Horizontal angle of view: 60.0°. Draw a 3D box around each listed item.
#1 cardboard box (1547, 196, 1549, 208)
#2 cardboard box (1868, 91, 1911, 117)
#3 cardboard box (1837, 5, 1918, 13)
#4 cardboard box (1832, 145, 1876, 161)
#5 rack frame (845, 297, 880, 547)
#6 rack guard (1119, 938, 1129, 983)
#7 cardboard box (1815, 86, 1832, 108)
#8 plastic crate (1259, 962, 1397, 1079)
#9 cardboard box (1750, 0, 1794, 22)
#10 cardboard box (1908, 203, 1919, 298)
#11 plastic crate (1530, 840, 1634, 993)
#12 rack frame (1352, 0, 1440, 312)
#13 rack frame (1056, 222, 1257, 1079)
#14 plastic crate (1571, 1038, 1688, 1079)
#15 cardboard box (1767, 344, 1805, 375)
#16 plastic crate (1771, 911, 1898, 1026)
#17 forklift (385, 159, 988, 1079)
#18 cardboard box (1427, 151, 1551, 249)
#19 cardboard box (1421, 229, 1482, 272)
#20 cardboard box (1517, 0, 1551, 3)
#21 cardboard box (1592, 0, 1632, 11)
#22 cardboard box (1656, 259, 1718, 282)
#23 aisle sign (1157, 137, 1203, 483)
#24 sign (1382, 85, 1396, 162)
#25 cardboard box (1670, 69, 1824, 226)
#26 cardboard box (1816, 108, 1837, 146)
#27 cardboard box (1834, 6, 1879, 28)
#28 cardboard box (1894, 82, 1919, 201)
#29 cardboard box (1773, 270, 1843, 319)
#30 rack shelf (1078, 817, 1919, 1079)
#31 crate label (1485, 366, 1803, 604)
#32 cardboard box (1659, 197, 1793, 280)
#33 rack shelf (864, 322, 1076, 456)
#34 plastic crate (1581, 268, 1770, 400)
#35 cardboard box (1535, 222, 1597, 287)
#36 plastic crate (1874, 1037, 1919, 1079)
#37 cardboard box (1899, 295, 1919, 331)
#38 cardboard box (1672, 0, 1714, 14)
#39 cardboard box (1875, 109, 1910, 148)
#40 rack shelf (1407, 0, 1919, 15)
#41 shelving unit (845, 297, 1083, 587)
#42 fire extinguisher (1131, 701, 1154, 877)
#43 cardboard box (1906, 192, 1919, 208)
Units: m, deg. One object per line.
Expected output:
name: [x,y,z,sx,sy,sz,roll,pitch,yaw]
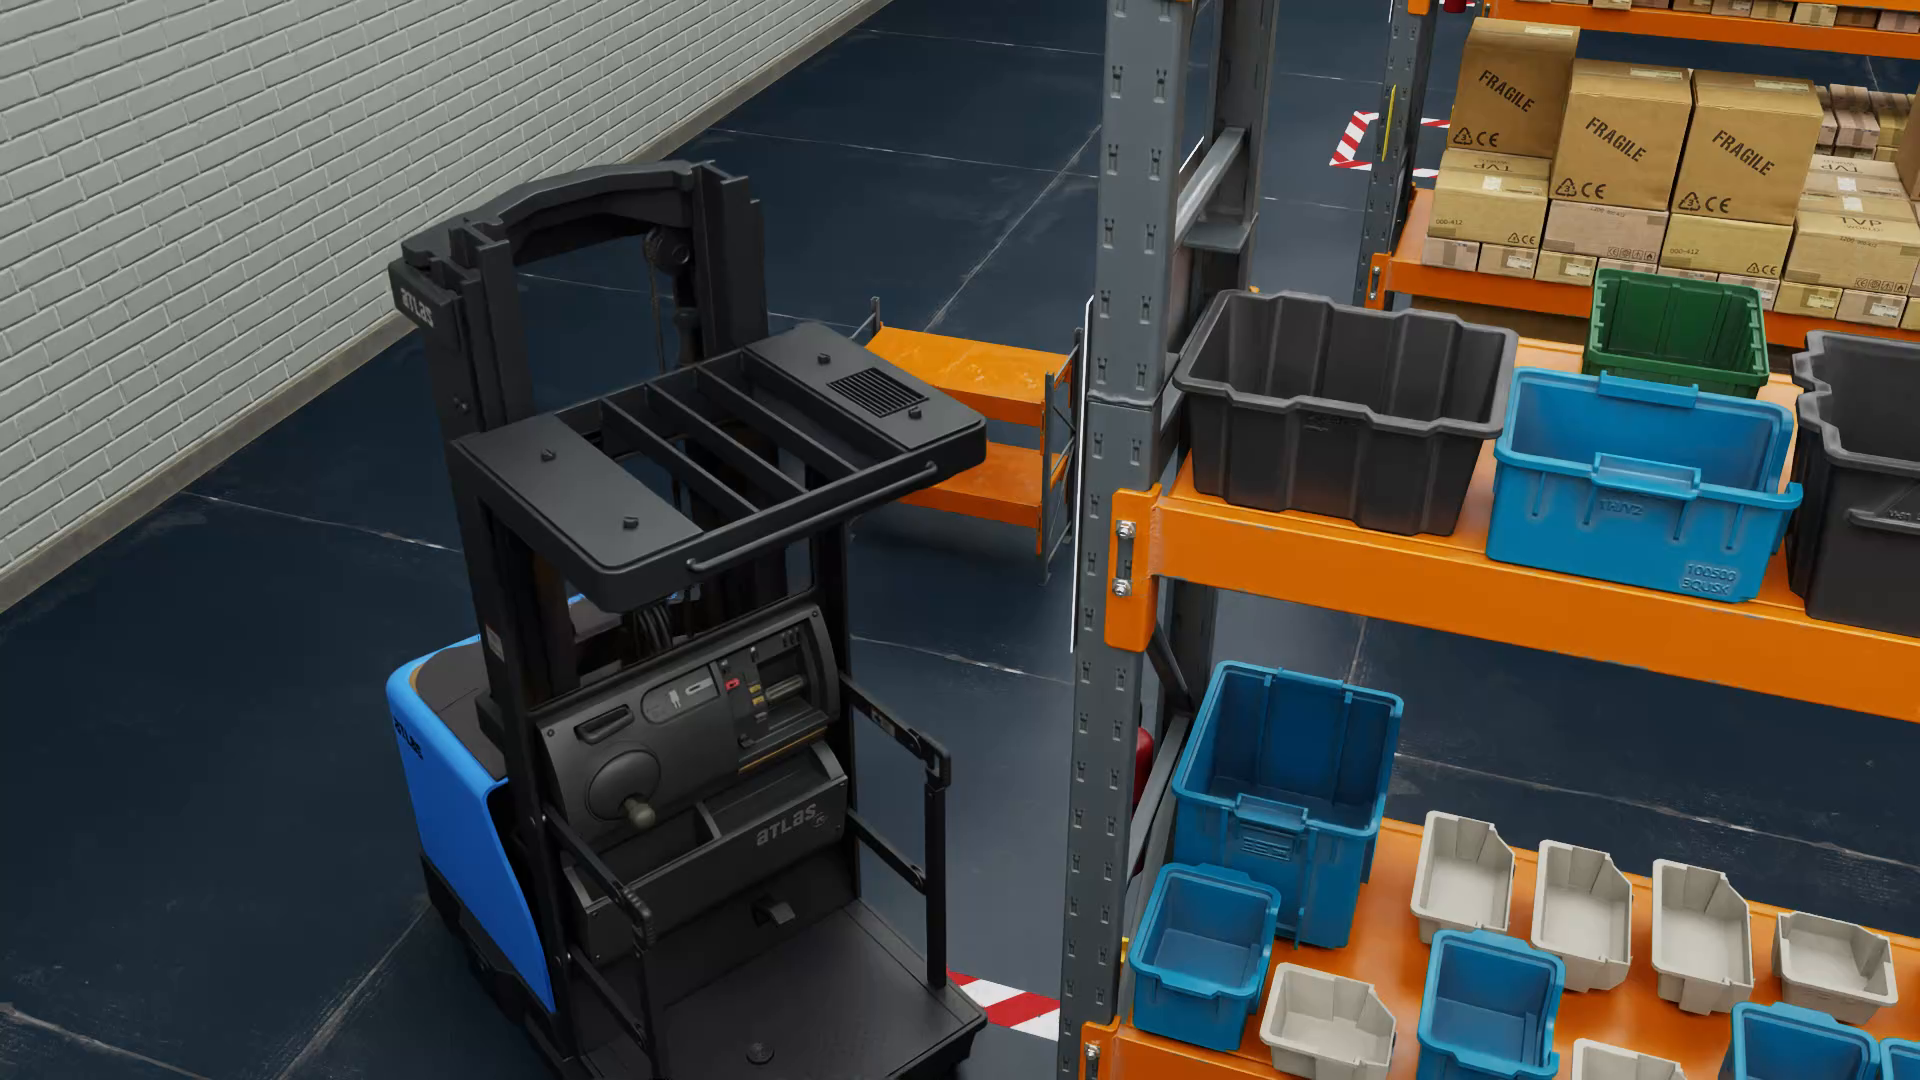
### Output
cardboard box: [3.160,-1.789,8.119,0.500,0.250,0.500,10,34,16]
cardboard box: [6.669,-3.091,11.964,0.250,0.149,0.380,10,34,15]
cardboard box: [6.164,-3.854,11.087,0.500,0.500,0.500,11,34,16]
cardboard box: [6.301,-2.770,11.742,0.250,0.149,0.380,12,35,18]
rack frame: [-0.485,-0.567,8.091,0.032,1.125,0.500,11,34,16]
rack guard: [0.439,1.808,4.989,0.348,0.500,1.175,11,34,16]
cardboard box: [6.173,-3.187,12.113,0.250,0.149,0.380,10,34,14]
plastic crate: [0.861,1.156,3.882,0.298,0.136,0.250,11,34,16]
cardboard box: [5.586,-3.696,11.440,0.250,0.149,0.380,12,35,18]
cardboard box: [4.430,-1.237,7.264,0.500,0.250,0.500,12,35,17]
plastic crate: [1.563,0.959,4.188,0.243,0.136,0.396,11,34,16]
rack frame: [2.137,-1.773,8.231,0.127,3.000,1.000,11,34,16]
rack frame: [0.466,0.756,4.314,0.127,3.000,1.000,11,34,16]
plastic crate: [1.500,1.280,3.690,0.298,0.136,0.250,11,34,16]
cardboard box: [3.623,-0.814,8.317,0.875,0.875,0.875,11,34,16]
plastic crate: [2.118,1.042,4.059,0.250,0.136,0.298,11,34,16]
forklift: [-0.625,0.562,4.678,1.130,2.935,3.031,-24,40,-32]
cardboard box: [2.498,-1.610,7.841,0.500,0.250,0.500,10,34,15]
cardboard box: [2.360,-1.434,7.938,0.250,0.149,0.380,11,35,17]
cardboard box: [4.100,-3.955,11.842,0.250,0.149,0.380,11,34,16]
cardboard box: [4.589,-3.853,11.684,0.250,0.149,0.380,10,34,15]
cardboard box: [3.328,-1.247,7.648,0.250,0.149,0.380,10,34,16]
aisle sign: [0.497,-0.499,3.861,0.004,0.787,0.394,11,34,16]
sign: [1.944,-1.888,7.538,0.005,0.325,0.100,11,34,16]
cardboard box: [3.458,-1.741,7.354,0.500,0.500,0.500,10,34,15]
cardboard box: [5.996,-2.917,11.696,0.250,0.149,0.380,10,34,15]
cardboard box: [6.091,-3.622,11.325,0.250,0.149,0.380,10,34,16]
cardboard box: [4.586,-1.823,7.481,0.500,0.500,0.500,10,34,15]
cardboard box: [3.808,-1.153,7.503,0.250,0.149,0.380,10,34,15]
rack shelf: [2.349,1.424,3.942,4.000,0.370,1.077,11,34,16]
crate label: [1.226,-0.108,3.024,0.502,0.251,0.408,11,34,16]
cardboard box: [3.461,-1.424,7.554,0.500,0.250,0.500,10,34,15]
rack shelf: [-0.006,-0.720,7.788,1.000,0.278,0.538,11,34,16]
plastic crate: [1.491,-0.381,3.504,0.336,0.188,0.450,11,34,16]
cardboard box: [2.843,-1.341,7.794,0.250,0.149,0.380,10,34,15]
plastic crate: [2.109,1.310,3.555,0.300,0.233,0.416,11,34,16]
cardboard box: [4.295,-1.059,7.357,0.250,0.149,0.380,10,34,16]
cardboard box: [5.126,-3.814,11.623,0.250,0.149,0.380,11,34,16]
cardboard box: [6.540,-2.872,11.625,0.250,0.149,0.380,12,35,18]
rack shelf: [4.020,-2.365,7.046,4.000,0.370,1.077,11,34,16]
shelving unit: [-0.006,-0.474,7.947,1.048,1.125,0.538,11,34,16]
fire extinguisher: [0.477,0.685,4.838,0.183,0.674,0.296,11,34,16]
cardboard box: [4.593,-1.508,7.685,0.500,0.250,0.500,12,35,18]
